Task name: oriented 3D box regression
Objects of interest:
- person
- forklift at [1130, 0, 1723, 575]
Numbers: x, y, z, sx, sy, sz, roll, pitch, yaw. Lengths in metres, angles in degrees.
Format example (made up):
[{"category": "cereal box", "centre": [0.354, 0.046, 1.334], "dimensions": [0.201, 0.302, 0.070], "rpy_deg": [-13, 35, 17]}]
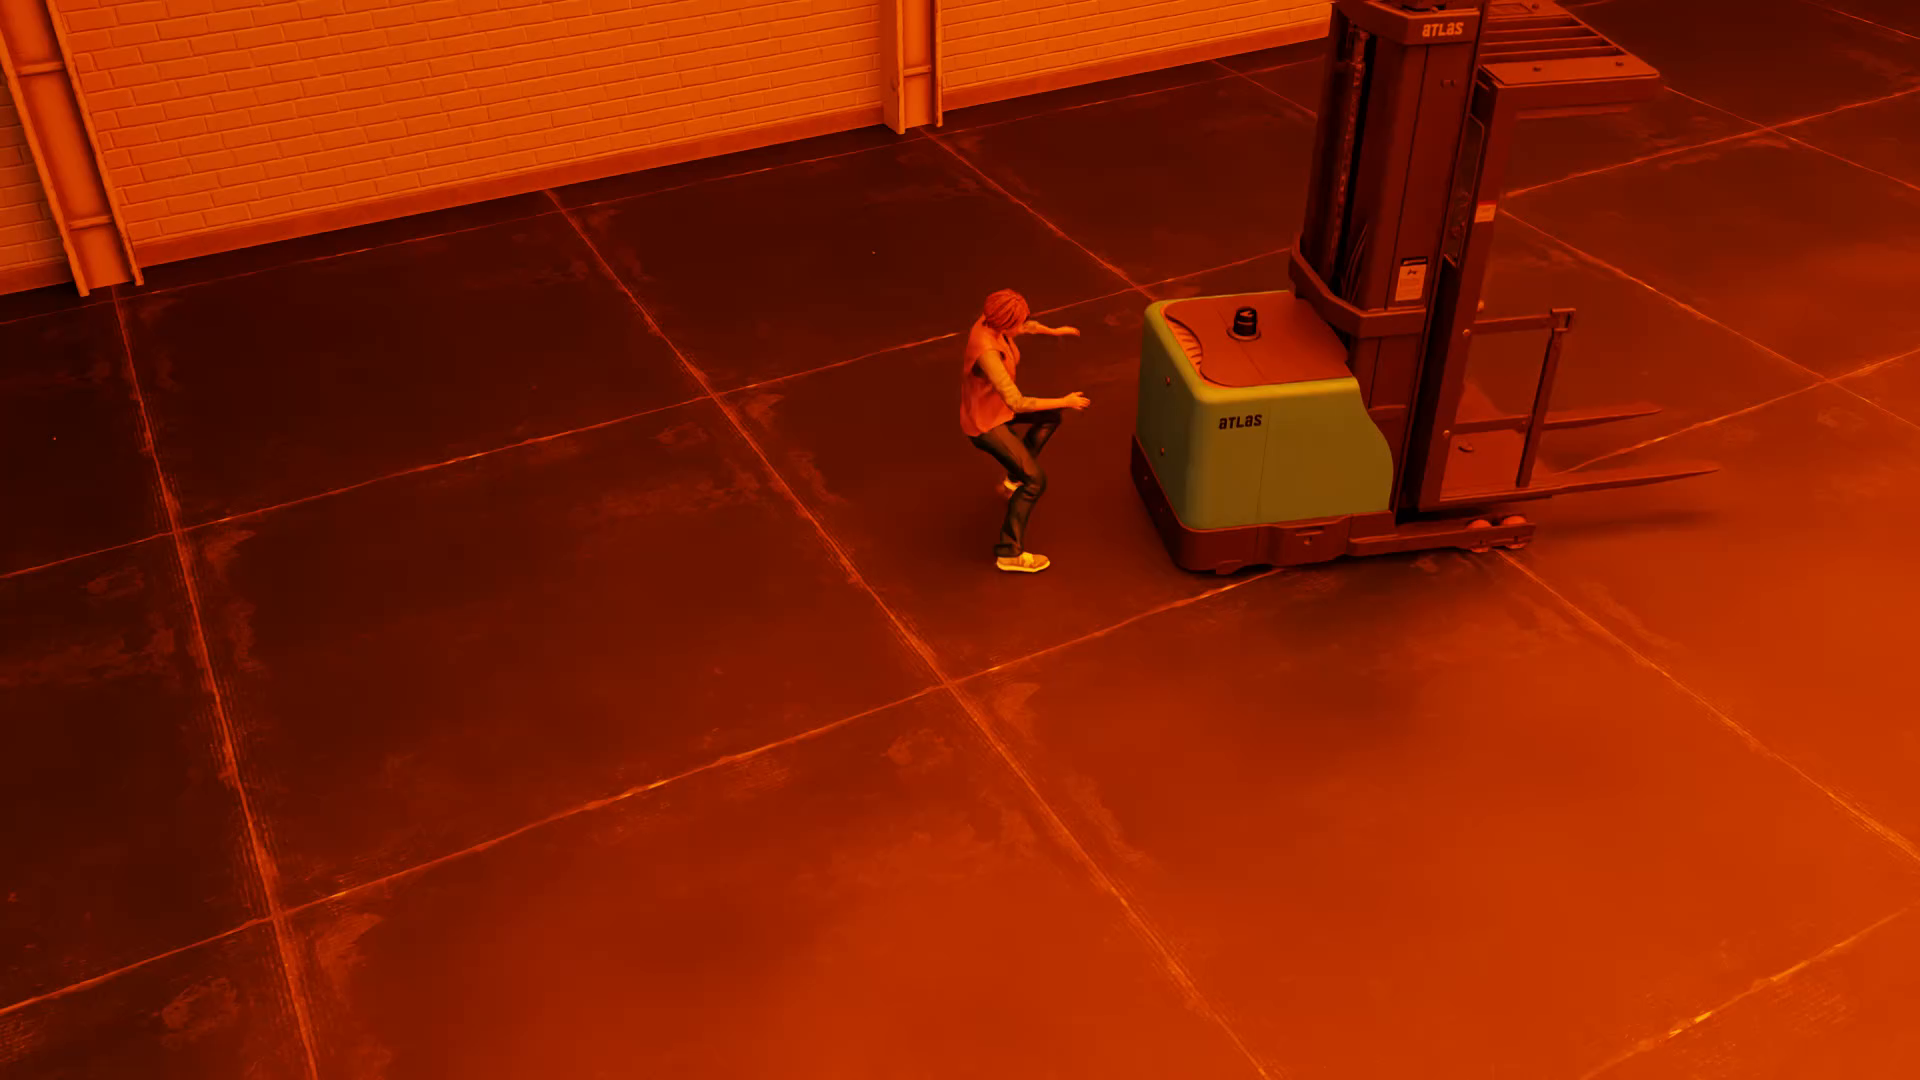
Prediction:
[{"category": "person", "centre": [0.339, -0.643, 8.377], "dimensions": [0.674, 1.374, 0.877], "rpy_deg": [6, 36, 9]}, {"category": "forklift", "centre": [2.497, -1.429, 8.144], "dimensions": [3.031, 2.935, 1.130], "rpy_deg": [-6, 36, -8]}]
